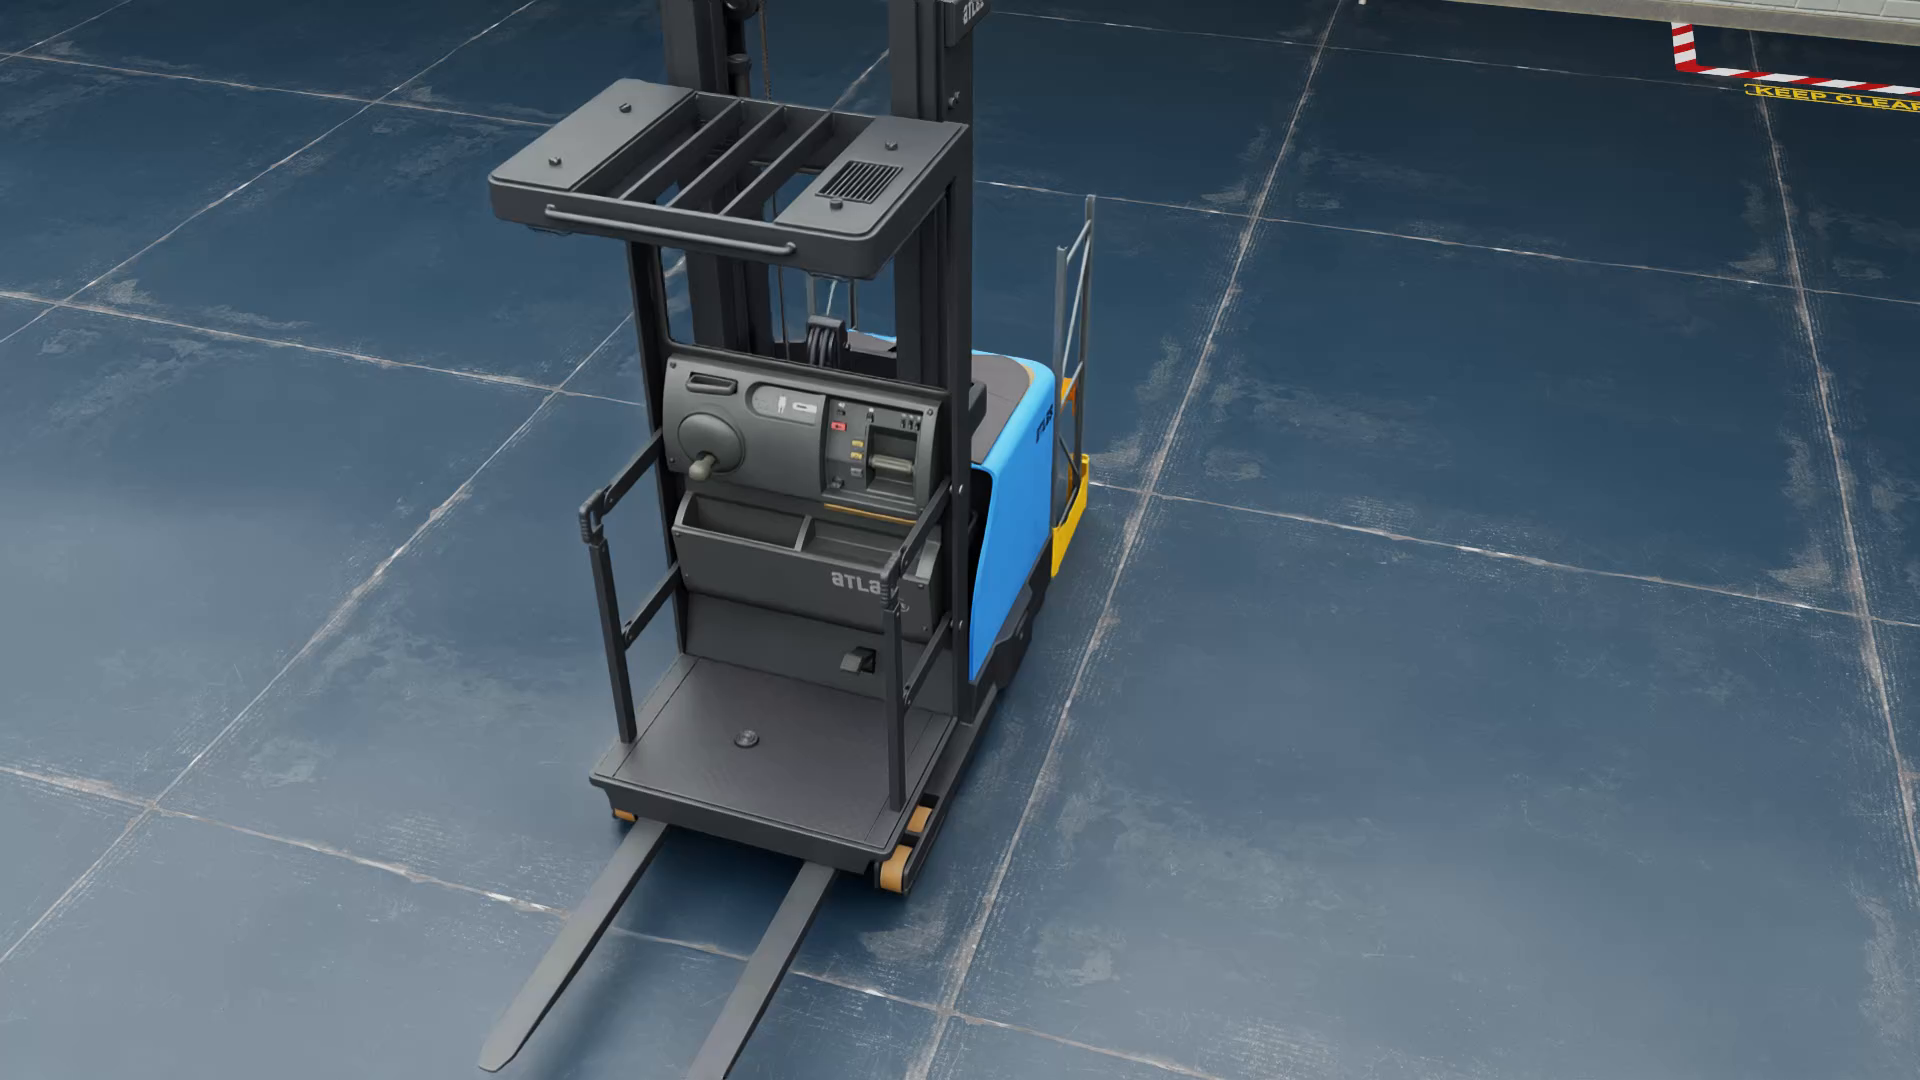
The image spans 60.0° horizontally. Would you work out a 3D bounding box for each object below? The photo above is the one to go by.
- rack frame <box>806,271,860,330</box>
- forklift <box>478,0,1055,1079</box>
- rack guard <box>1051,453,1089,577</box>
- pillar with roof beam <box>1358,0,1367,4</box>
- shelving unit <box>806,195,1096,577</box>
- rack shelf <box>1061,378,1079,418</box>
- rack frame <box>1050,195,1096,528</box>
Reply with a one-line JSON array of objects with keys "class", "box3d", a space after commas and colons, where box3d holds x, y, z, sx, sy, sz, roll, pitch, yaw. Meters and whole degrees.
[{"class": "rack frame", "box3d": [-0.522, -0.795, 7.065, 0.032, 1.500, 0.500, 10, 38, 14]}, {"class": "forklift", "box3d": [-0.585, -0.262, 5.134, 1.130, 2.935, 3.031, 12, 38, 15]}, {"class": "rack guard", "box3d": [0.448, -0.114, 7.194, 0.087, 0.250, 0.587, 10, 38, 14]}, {"class": "pillar with roof beam", "box3d": [1.719, -5.466, 7.085, 0.400, 9.000, 9.100, 10, 38, 14]}, {"class": "shelving unit", "box3d": [-0.028, -0.705, 6.942, 1.083, 1.500, 0.587, 10, 38, 14]}, {"class": "rack shelf", "box3d": [-0.037, -0.561, 7.051, 1.000, 0.185, 0.538, 10, 38, 14]}, {"class": "rack frame", "box3d": [0.449, -0.617, 6.823, 0.032, 1.500, 0.500, 10, 38, 14]}]
